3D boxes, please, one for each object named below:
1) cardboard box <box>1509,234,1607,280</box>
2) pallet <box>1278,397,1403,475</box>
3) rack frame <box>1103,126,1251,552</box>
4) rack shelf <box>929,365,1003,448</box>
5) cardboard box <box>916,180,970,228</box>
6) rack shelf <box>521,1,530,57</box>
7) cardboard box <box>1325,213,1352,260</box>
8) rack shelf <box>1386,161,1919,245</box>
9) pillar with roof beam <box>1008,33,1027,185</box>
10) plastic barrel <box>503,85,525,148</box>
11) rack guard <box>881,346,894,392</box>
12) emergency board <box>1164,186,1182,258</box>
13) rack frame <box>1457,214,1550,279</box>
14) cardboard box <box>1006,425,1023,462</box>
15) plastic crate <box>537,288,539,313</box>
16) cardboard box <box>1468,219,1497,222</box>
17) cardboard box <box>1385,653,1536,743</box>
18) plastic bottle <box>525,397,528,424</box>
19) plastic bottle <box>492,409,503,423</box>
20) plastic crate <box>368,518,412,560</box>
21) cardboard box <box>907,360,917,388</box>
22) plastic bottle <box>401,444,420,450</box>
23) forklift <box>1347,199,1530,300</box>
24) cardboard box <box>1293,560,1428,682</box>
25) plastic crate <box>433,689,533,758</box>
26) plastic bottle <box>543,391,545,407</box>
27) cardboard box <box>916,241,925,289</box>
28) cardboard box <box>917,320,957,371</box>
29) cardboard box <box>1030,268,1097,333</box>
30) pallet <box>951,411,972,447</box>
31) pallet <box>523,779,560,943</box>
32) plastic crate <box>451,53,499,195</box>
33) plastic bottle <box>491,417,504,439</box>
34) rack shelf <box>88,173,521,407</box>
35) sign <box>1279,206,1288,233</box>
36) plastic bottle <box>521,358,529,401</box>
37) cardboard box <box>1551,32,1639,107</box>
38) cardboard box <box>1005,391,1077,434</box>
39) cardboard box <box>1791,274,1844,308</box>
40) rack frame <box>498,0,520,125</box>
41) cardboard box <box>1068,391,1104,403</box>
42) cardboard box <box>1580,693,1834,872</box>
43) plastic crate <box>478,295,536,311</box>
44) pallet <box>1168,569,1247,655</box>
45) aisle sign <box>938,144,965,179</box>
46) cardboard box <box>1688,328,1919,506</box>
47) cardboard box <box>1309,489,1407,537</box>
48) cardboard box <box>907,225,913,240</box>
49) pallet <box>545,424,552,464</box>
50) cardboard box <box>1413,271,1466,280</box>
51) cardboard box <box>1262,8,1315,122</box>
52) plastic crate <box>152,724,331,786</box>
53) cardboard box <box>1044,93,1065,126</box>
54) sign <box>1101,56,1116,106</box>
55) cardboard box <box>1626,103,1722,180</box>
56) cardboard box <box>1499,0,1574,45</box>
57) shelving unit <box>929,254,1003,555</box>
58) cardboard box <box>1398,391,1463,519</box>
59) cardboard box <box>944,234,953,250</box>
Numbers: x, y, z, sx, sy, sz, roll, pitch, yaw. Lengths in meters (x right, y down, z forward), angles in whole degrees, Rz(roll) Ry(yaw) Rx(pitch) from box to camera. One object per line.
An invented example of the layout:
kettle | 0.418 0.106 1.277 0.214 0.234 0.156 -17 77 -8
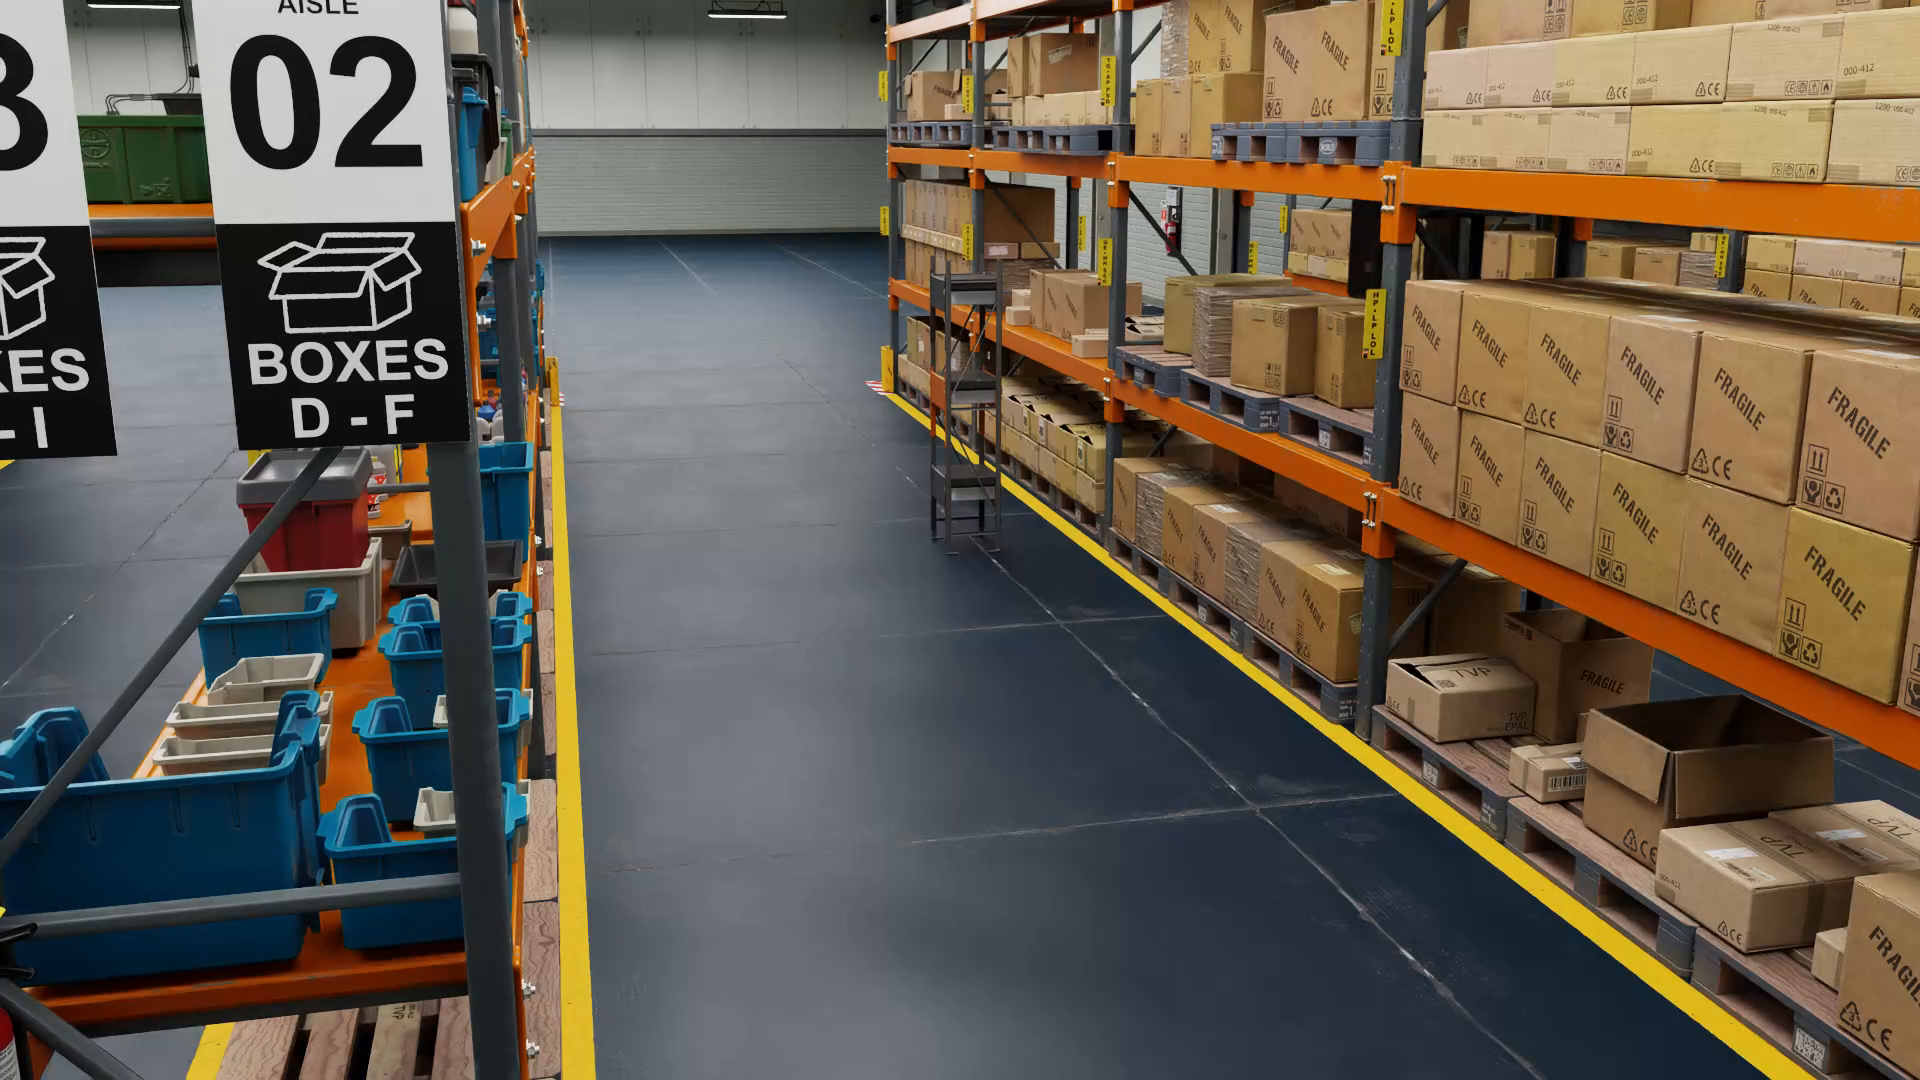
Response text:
cardboard box | 5.636 -2.622 15.703 0.700 0.500 0.500 -2 14 -7
pallet | 2.408 -0.583 8.899 1.003 0.211 1.213 -3 14 -13
rack frame | 1.551 -1.409 11.874 1.000 3.000 0.127 -3 14 -13
rack shelf | 0.039 -0.969 12.025 0.431 0.518 0.480 -3 14 -13
cardboard box | -0.090 -3.692 18.273 0.700 0.500 0.500 -4 14 -15
rack shelf | -4.674 -4.888 15.834 1.077 0.370 4.000 -3 14 -13
cardboard box | 4.528 -3.472 19.010 0.500 0.500 0.500 -4 14 -15
rack shelf | 2.960 -1.132 5.938 1.077 0.370 4.000 -3 14 -13
pillar with roof beam | -2.921 -10.245 35.400 9.100 9.000 0.400 -3 14 -13
plastic barrel | -3.040 -2.734 10.741 0.421 0.512 0.421 0 14 0
rack guard | -0.334 -2.046 19.747 1.175 0.500 0.348 -3 14 -13
emergency board | 3.539 -5.375 28.106 0.194 1.169 0.643 -3 14 -13
rack frame | 5.425 -2.609 16.784 1.000 3.000 0.127 -3 14 -13
cardboard box | 0.708 -0.856 14.518 0.500 0.250 0.500 -4 14 -15
plastic crate | -4.249 -2.282 15.896 0.450 0.188 0.662 -3 14 -13
cardboard box | 5.400 -3.149 17.692 0.500 0.500 0.500 -3 14 -13
cardboard box | 2.378 0.715 7.918 0.500 0.311 0.500 -3 14 -13
plastic bottle | -2.578 -0.775 9.696 0.097 0.201 0.097 0 14 0
plastic bottle | -2.336 -0.546 8.602 0.152 0.276 0.135 -3 14 -13
plastic crate | -2.355 0.003 6.522 0.396 0.136 0.243 -3 14 -13
cardboard box | -0.298 -1.872 18.676 0.500 0.250 0.500 -3 14 -13
plastic bottle | -3.002 -0.674 8.971 0.144 0.351 0.185 -3 14 -13
forklift | 3.872 -1.751 13.418 1.130 2.935 3.031 -5 15 -21
cardboard box | 2.096 0.417 8.742 0.500 0.500 0.500 -3 14 -13
plastic crate | -1.278 0.500 4.488 0.250 0.136 0.298 -3 14 -13
plastic bottle | -4.254 -1.411 16.694 0.152 0.276 0.135 -3 14 -13
cardboard box | -0.103 -3.074 18.477 0.700 0.500 0.500 -3 14 -12
cardboard box | -0.169 -2.121 18.117 0.500 0.500 0.500 -3 14 -13
cardboard box | 0.899 -2.081 14.413 0.500 0.500 0.500 -2 14 -9
pallet | 0.465 -1.163 16.742 1.003 0.211 1.213 -3 14 -13
pallet | -2.115 1.311 6.616 1.003 0.211 1.213 -3 14 -13
plastic crate | -1.478 -1.083 4.350 0.504 0.338 0.767 -3 14 -13
plastic bottle | -2.281 -0.492 8.383 0.152 0.276 0.135 -3 14 -13
rack shelf | -1.856 -0.857 4.811 1.077 0.370 4.000 -3 14 -13
sign | 3.959 -3.922 20.335 0.100 0.325 0.005 -3 14 -13
plastic bottle | -2.755 -1.007 10.476 0.061 0.283 0.133 -3 14 -13
cardboard box | 2.588 -1.756 6.237 0.500 0.250 0.500 -3 14 -13
cardboard box | 0.701 -1.128 14.451 0.500 0.311 0.500 -4 14 -15
cardboard box | 6.344 -1.641 11.944 0.500 0.500 0.500 -3 14 -11
rack frame | -3.265 -4.048 10.035 1.000 3.000 0.127 -3 14 -13
cardboard box | 1.228 -1.160 14.582 0.500 0.311 0.500 -3 14 -13
cardboard box | 2.936 0.946 6.568 0.797 0.503 0.637 -3 14 -13
plastic crate | -3.347 -1.555 12.335 0.402 0.464 0.583 -3 14 -13
pallet | 1.972 0.401 10.341 1.003 0.211 1.213 -3 14 -13
aisle sign | -0.058 -4.549 19.248 0.394 0.787 0.004 -3 14 -13
cardboard box | 2.812 -0.421 5.512 0.500 0.500 0.500 -3 14 -12
cardboard box | 2.378 -0.206 9.709 0.500 0.250 0.500 -3 14 -13
cardboard box | -0.381 -3.455 18.671 0.380 0.149 0.250 -4 14 -15
pallet | -4.322 -0.859 15.499 1.003 0.211 1.213 -3 14 -13
cardboard box | 5.020 -2.638 17.178 0.500 0.250 0.500 -3 14 -13
cardboard box | 2.127 -2.672 9.418 0.600 0.600 0.600 -4 14 -15
plastic crate | -1.808 0.565 4.223 0.396 0.136 0.243 -3 14 -13
cardboard box | 1.001 -3.476 13.443 0.500 0.250 0.500 -5 14 -18
sign | 1.009 -3.127 11.328 0.100 0.325 0.005 -3 14 -13
cardboard box | 2.714 -1.398 5.826 0.500 0.250 0.500 -3 14 -13
cardboard box | 2.621 -2.244 6.655 0.700 0.500 0.500 -3 14 -13
shelving unit | 0.039 -0.982 12.022 0.431 2.100 0.503 -3 14 -13
cardboard box | 2.345 -0.402 7.541 0.500 0.500 0.500 -3 14 -12
cardboard box | 0.042 -3.039 16.969 0.380 0.149 0.250 -3 14 -12
